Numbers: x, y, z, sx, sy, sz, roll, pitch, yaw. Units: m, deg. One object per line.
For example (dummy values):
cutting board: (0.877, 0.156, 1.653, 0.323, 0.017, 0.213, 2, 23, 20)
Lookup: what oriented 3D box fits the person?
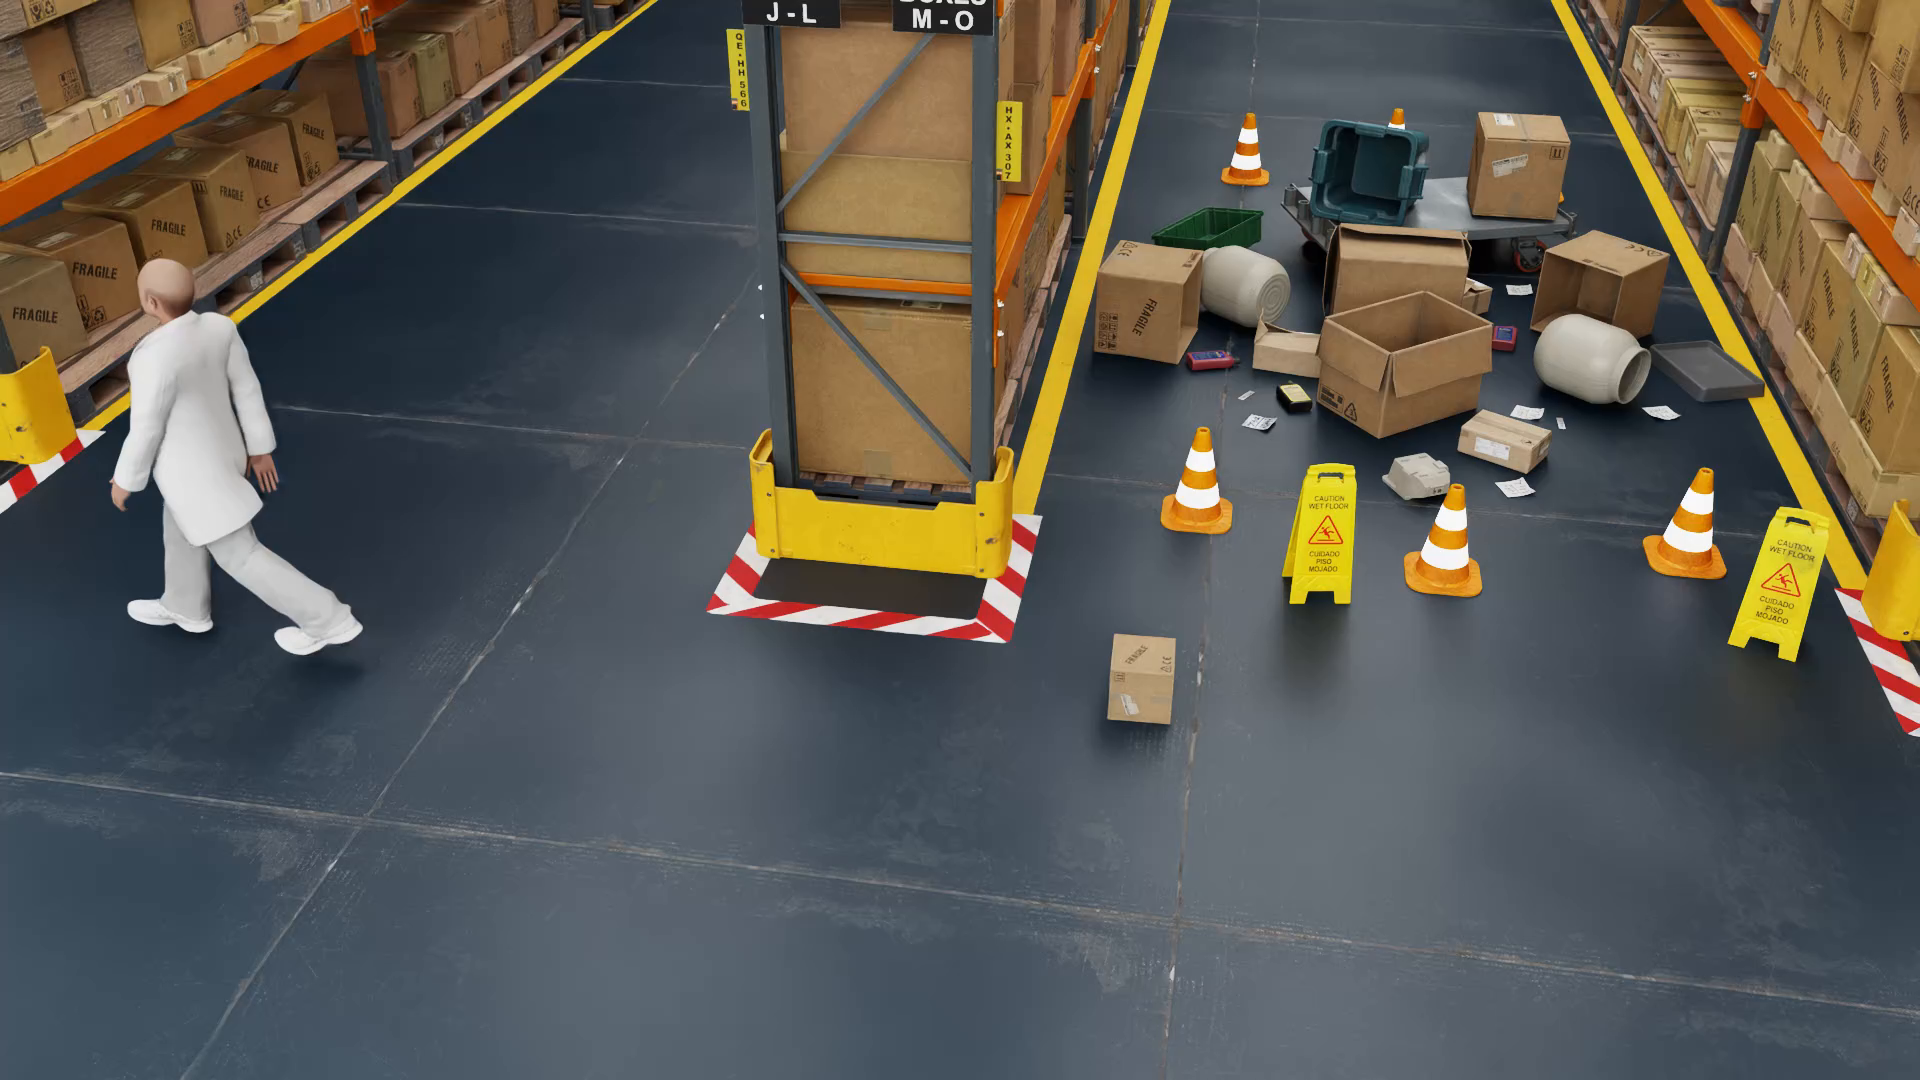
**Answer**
person: (-3.043, -0.299, 6.633, 1.118, 1.730, 0.556, 3, 32, 5)
